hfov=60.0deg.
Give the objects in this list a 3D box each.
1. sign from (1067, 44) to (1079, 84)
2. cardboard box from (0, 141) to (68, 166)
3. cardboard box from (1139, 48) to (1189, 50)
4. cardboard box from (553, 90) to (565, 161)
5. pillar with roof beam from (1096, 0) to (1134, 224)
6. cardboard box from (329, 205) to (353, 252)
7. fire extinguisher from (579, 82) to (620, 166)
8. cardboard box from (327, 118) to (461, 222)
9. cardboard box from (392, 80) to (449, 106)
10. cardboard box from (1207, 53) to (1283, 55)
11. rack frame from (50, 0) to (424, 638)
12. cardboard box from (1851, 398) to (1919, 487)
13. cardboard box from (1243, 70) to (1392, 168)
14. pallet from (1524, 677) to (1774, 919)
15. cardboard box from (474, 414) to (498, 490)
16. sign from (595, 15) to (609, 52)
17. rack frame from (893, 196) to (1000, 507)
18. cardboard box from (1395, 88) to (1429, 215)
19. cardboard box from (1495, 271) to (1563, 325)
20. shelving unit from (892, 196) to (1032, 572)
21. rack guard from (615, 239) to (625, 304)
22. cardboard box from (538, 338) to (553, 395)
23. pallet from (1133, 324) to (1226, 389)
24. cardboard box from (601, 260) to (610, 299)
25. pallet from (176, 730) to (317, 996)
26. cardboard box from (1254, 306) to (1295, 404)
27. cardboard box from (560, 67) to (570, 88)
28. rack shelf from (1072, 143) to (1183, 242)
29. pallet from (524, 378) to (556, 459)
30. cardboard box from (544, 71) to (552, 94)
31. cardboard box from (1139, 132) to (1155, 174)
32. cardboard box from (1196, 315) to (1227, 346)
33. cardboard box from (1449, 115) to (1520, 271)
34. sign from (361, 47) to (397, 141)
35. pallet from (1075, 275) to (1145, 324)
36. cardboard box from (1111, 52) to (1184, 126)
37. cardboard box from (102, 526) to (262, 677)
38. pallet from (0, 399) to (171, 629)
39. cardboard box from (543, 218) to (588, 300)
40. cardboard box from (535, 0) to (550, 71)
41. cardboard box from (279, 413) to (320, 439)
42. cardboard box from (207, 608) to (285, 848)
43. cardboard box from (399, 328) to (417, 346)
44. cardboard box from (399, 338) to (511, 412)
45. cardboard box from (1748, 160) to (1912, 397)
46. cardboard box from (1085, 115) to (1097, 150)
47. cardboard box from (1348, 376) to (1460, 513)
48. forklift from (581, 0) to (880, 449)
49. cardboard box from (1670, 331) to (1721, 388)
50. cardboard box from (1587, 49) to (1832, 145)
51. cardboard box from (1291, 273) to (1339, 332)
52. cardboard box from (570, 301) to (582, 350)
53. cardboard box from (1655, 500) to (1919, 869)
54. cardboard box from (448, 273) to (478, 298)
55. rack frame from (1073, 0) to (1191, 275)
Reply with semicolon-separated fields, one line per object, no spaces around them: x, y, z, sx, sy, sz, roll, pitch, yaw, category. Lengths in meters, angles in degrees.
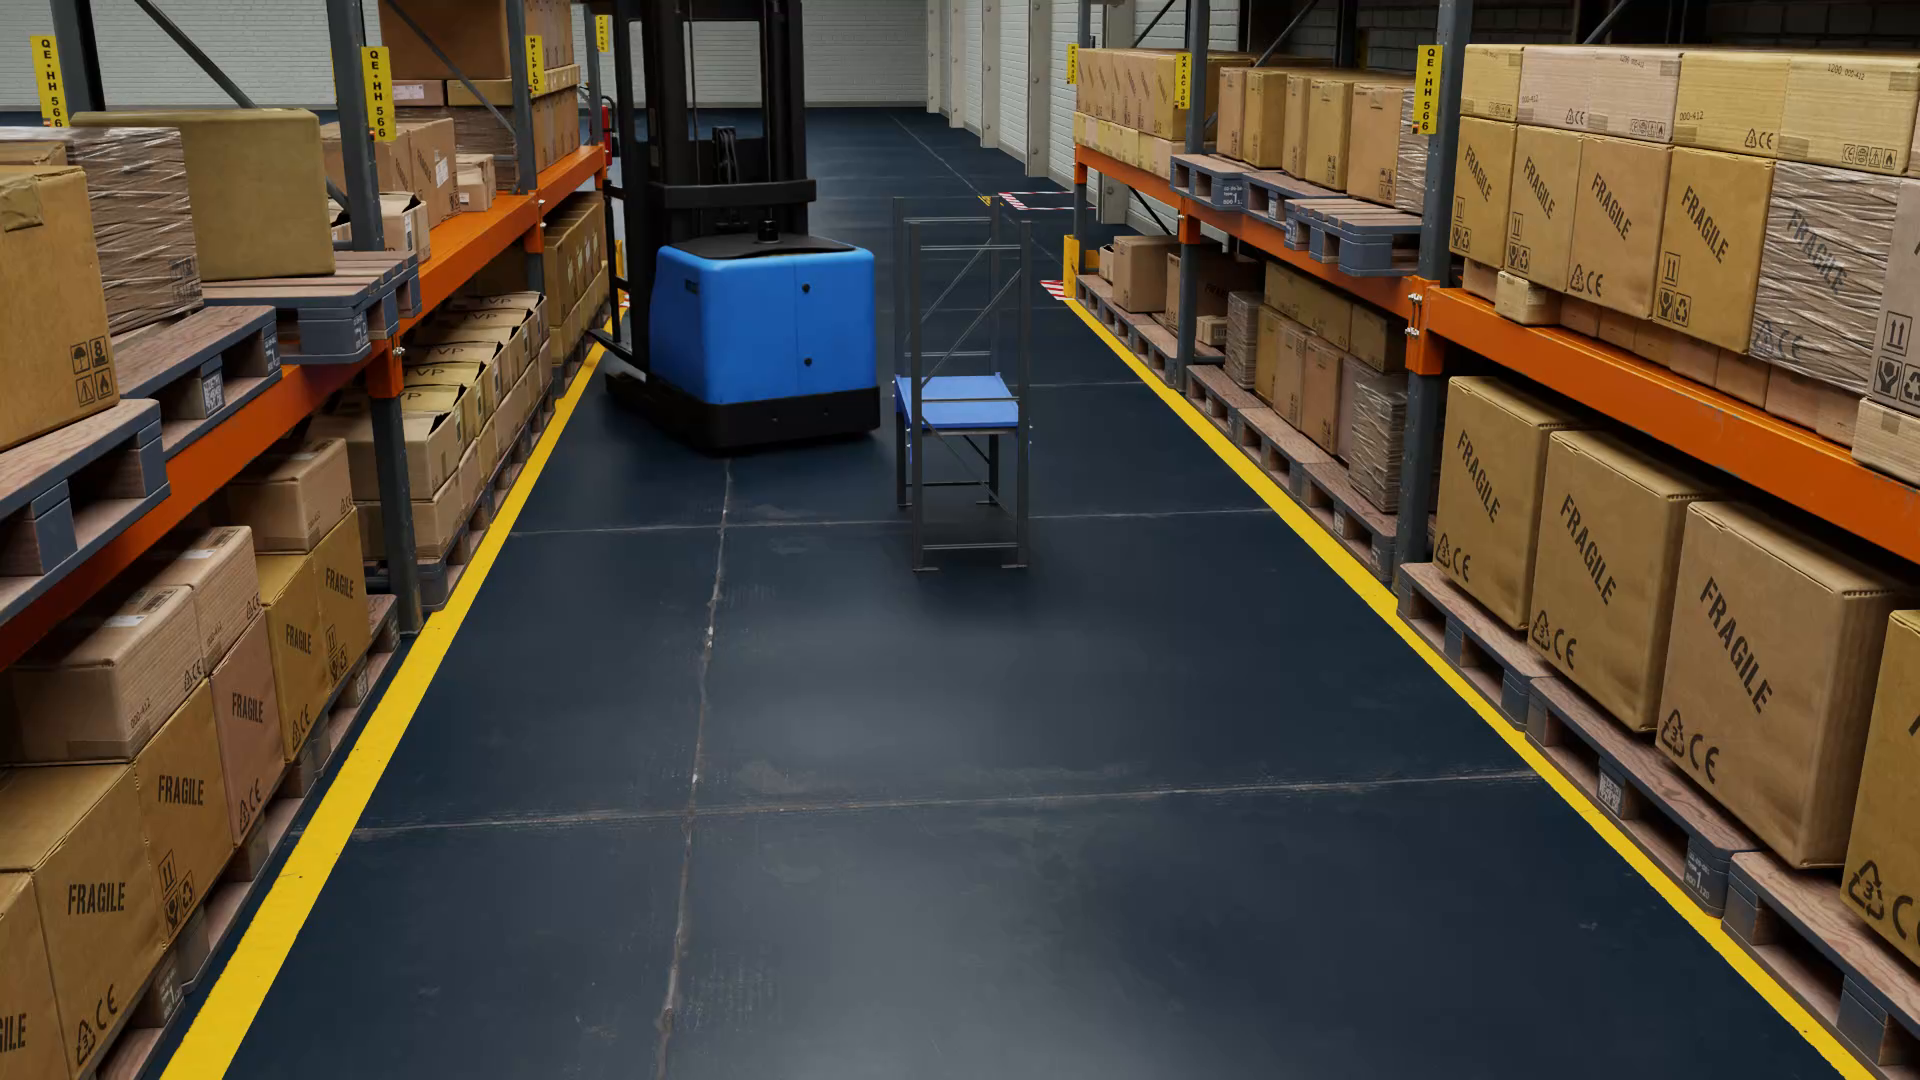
0.948;-3.990;13.933;0.100;0.325;0.005;-2;18;-6;sign
-2.445;-0.637;3.830;0.700;0.500;0.500;-6;19;-20;cardboard box
1.747;-3.756;13.597;0.500;0.500;0.500;-2;18;-6;cardboard box
-3.300;-3.043;12.196;0.700;0.500;0.500;-2;18;-5;cardboard box
-2.481;-7.929;17.909;9.100;9.000;0.400;-2;18;-6;pillar with roof beam
-2.609;-1.123;6.396;0.500;0.311;0.500;-1;17;-2;cardboard box
-2.990;-3.452;13.795;0.296;0.674;0.183;-2;18;-6;fire extinguisher
-2.910;-1.909;8.584;0.500;0.500;0.500;-1;17;-2;cardboard box
-3.268;-2.679;9.954;0.380;0.149;0.250;-2;18;-6;cardboard box
1.964;-3.147;11.659;0.500;0.500;0.500;-1;17;-4;cardboard box
-2.614;-1.056;6.033;1.000;3.000;0.127;-2;18;-6;rack frame
2.291;-0.230;3.788;0.380;0.149;0.250;-2;18;-6;cardboard box
1.969;-2.340;9.222;0.700;0.500;0.500;0;17;0;cardboard box
2.441;0.720;5.031;1.003;0.211;1.213;-2;18;-6;pallet
-2.489;-0.414;7.878;0.500;0.250;0.500;-2;18;-7;cardboard box
-2.898;-4.118;13.456;0.100;0.325;0.005;-2;18;-6;sign
-0.061;-0.892;8.016;0.500;1.500;0.032;-2;18;-6;rack frame
2.254;-1.608;6.888;0.700;0.500;0.500;-4;18;-12;cardboard box
2.077;-0.838;5.723;0.380;0.149;0.250;-1;17;-4;cardboard box
-0.009;-0.741;7.533;0.538;1.500;1.048;-2;18;-6;shelving unit
-3.442;-2.254;14.022;1.175;0.500;0.348;-2;18;-6;rack guard
-2.696;-1.022;9.813;0.500;0.250;0.500;-2;18;-6;cardboard box
1.795;-1.271;11.372;1.003;0.211;1.213;-2;18;-6;pallet
-3.027;-2.029;13.021;0.500;0.250;0.500;-2;18;-6;cardboard box
-2.452;0.861;4.584;1.003;0.211;1.213;-2;18;-6;pallet
2.096;-1.048;9.446;0.700;0.500;0.500;-2;18;-7;cardboard box
-3.132;-3.460;12.439;0.380;0.149;0.250;-2;17;-5;cardboard box
1.694;-2.655;12.326;1.077;0.370;4.000;-2;18;-6;rack shelf
-2.912;-0.699;9.552;1.003;0.211;1.213;-2;18;-6;pallet
-3.025;-3.152;11.461;0.380;0.149;0.250;-2;18;-6;cardboard box
1.506;-2.620;11.233;0.500;0.250;0.500;-2;18;-5;cardboard box
1.815;-1.419;11.183;0.380;0.166;0.250;-4;18;-13;cardboard box
2.108;-1.257;5.976;0.500;0.500;0.500;-1;17;-4;cardboard box
-2.076;-1.590;5.934;0.100;0.325;0.005;-2;18;-6;sign
1.544;-1.998;13.687;1.003;0.211;1.213;-2;18;-6;pallet
1.391;-3.283;12.091;0.500;0.500;0.500;-1;17;-4;cardboard box
-2.165;0.162;4.341;0.500;0.250;0.500;-2;18;-7;cardboard box
-2.176;-0.014;3.035;1.003;0.211;1.213;-2;18;-6;pallet
-2.867;-1.940;11.486;0.500;0.500;0.500;-2;18;-6;cardboard box
-3.234;-3.495;11.469;0.700;0.500;0.500;-2;18;-6;cardboard box
-2.913;-0.361;6.771;0.500;0.311;0.500;-1;17;-4;cardboard box
-2.171;0.508;4.489;0.500;0.500;0.500;-2;18;-8;cardboard box
-3.131;-0.970;8.711;0.500;0.311;0.500;-2;18;-7;cardboard box
-2.543;-0.839;8.294;0.500;0.311;0.500;-2;18;-6;cardboard box
2.321;-0.649;4.040;0.500;0.500;0.500;-2;18;-6;cardboard box
1.290;-3.222;13.150;0.500;0.250;0.500;-2;18;-7;cardboard box
2.186;-0.440;7.511;0.700;0.500;0.500;-2;17;-5;cardboard box
-1.589;-2.294;10.091;1.130;2.935;3.031;-9;20;-26;forklift
2.285;-0.538;4.769;0.380;0.149;0.250;-2;18;-5;cardboard box
2.214;-1.315;4.909;0.500;0.250;0.500;-2;18;-5;cardboard box
2.099;-1.272;8.909;0.500;0.250;0.500;-2;18;-7;cardboard box
-2.820;-1.433;11.123;0.500;0.250;0.500;-2;18;-6;cardboard box
2.434;0.352;4.435;0.750;0.750;0.750;-1;17;-4;cardboard box
-3.332;-1.775;10.960;0.500;0.500;0.500;-2;18;-6;cardboard box
1.487;-3.594;14.116;1.000;3.000;0.127;-2;18;-6;rack frame
